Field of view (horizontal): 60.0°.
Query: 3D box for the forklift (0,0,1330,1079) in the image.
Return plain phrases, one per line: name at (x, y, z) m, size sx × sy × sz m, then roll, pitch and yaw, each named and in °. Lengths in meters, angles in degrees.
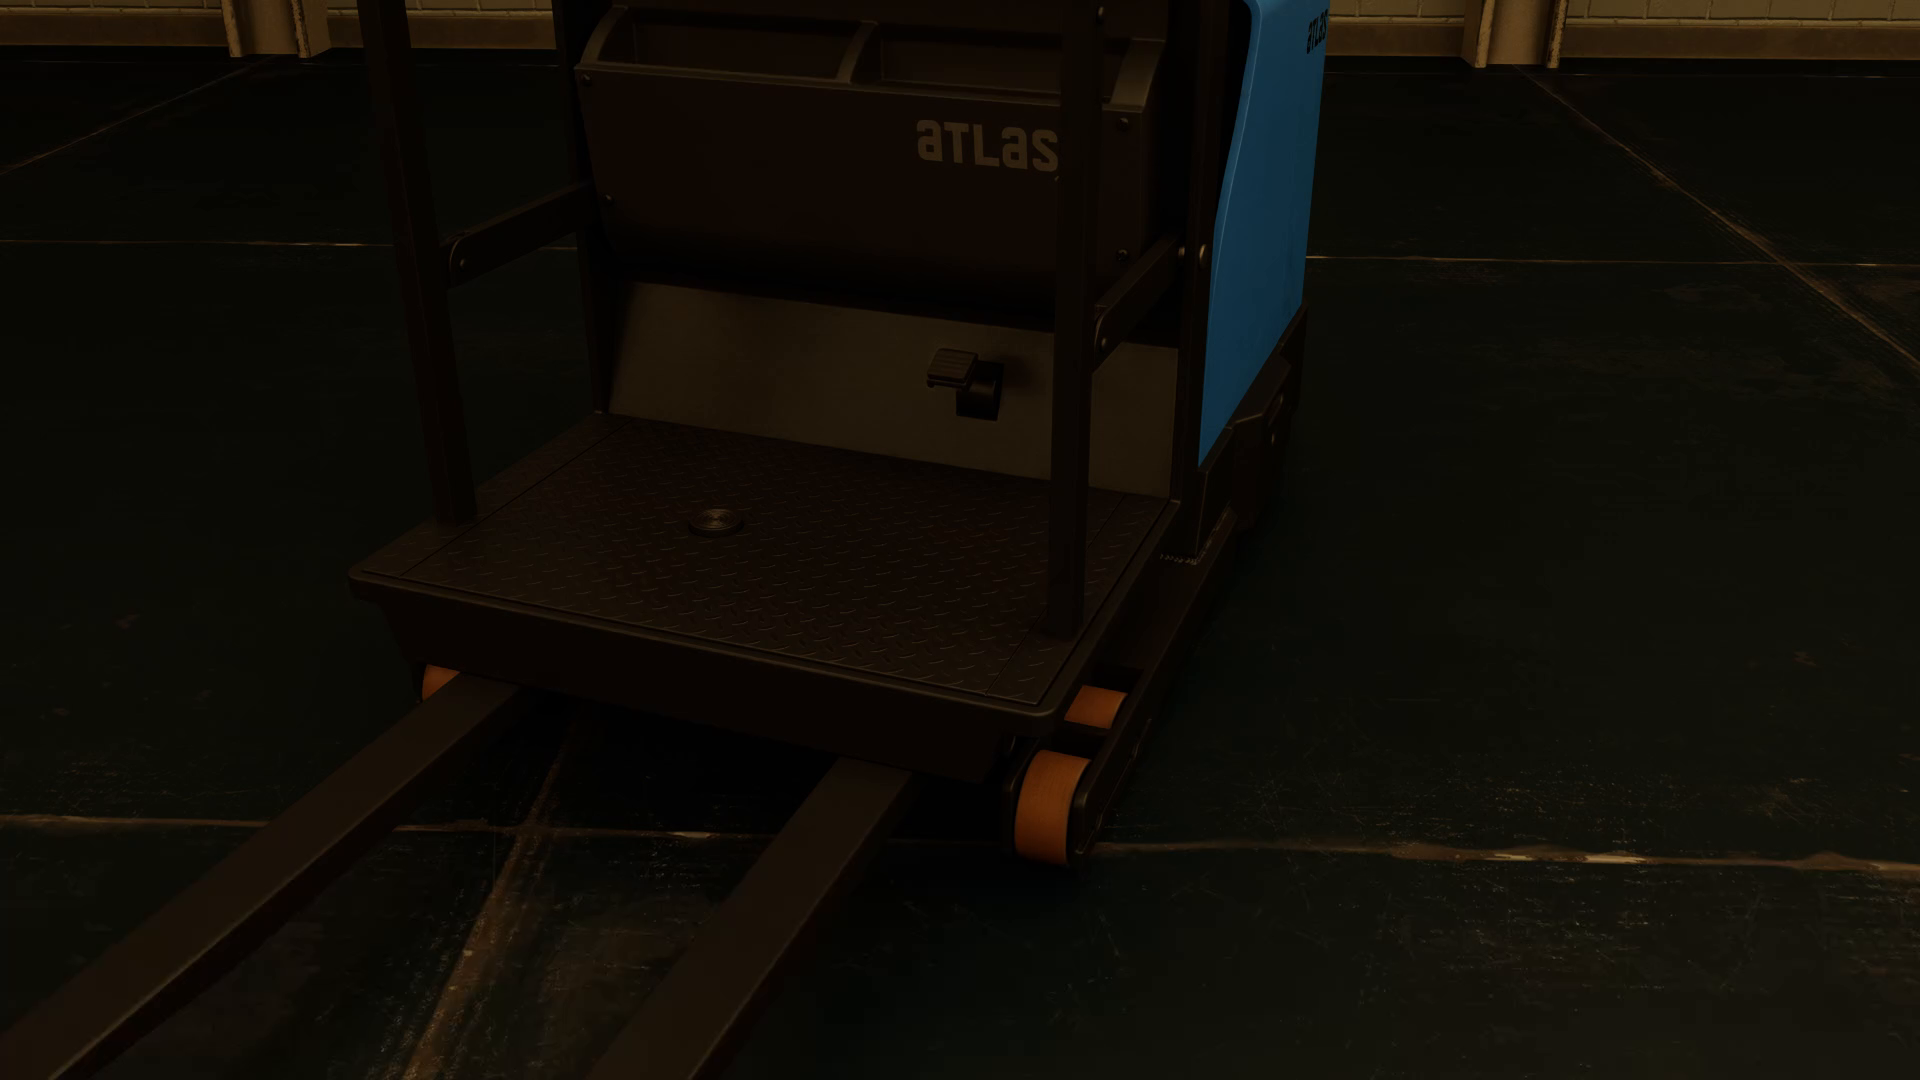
forklift at (-0.225, -1.054, 2.157) m, size 1.130 × 2.935 × 3.031 m, roll 10°, pitch 28°, yaw 19°
